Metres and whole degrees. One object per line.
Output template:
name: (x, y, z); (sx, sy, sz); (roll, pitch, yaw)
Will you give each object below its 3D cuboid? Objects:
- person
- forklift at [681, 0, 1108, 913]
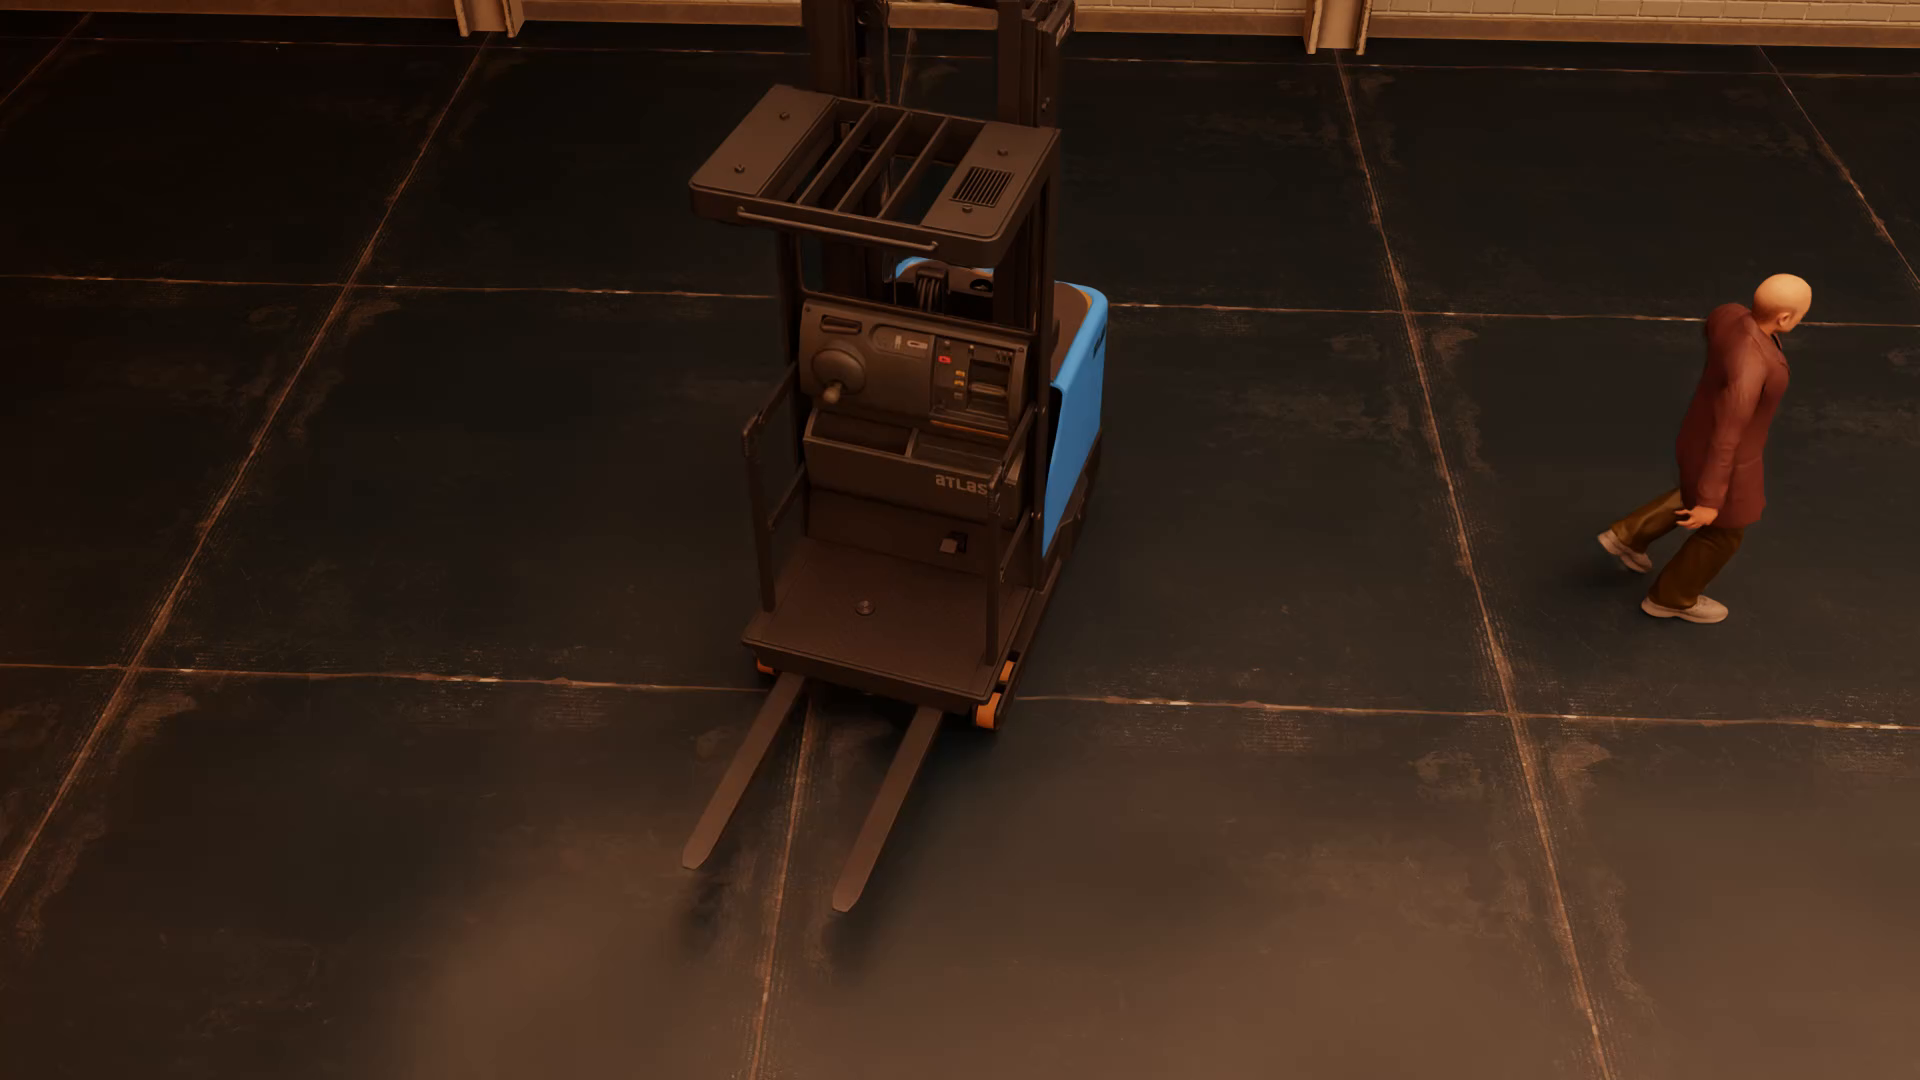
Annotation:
person: (3.178, -0.375, 7.025); (0.597, 1.760, 0.826); (3, 42, 3)
forklift: (-0.257, -0.592, 6.391); (1.130, 2.935, 3.031); (13, 44, 13)
